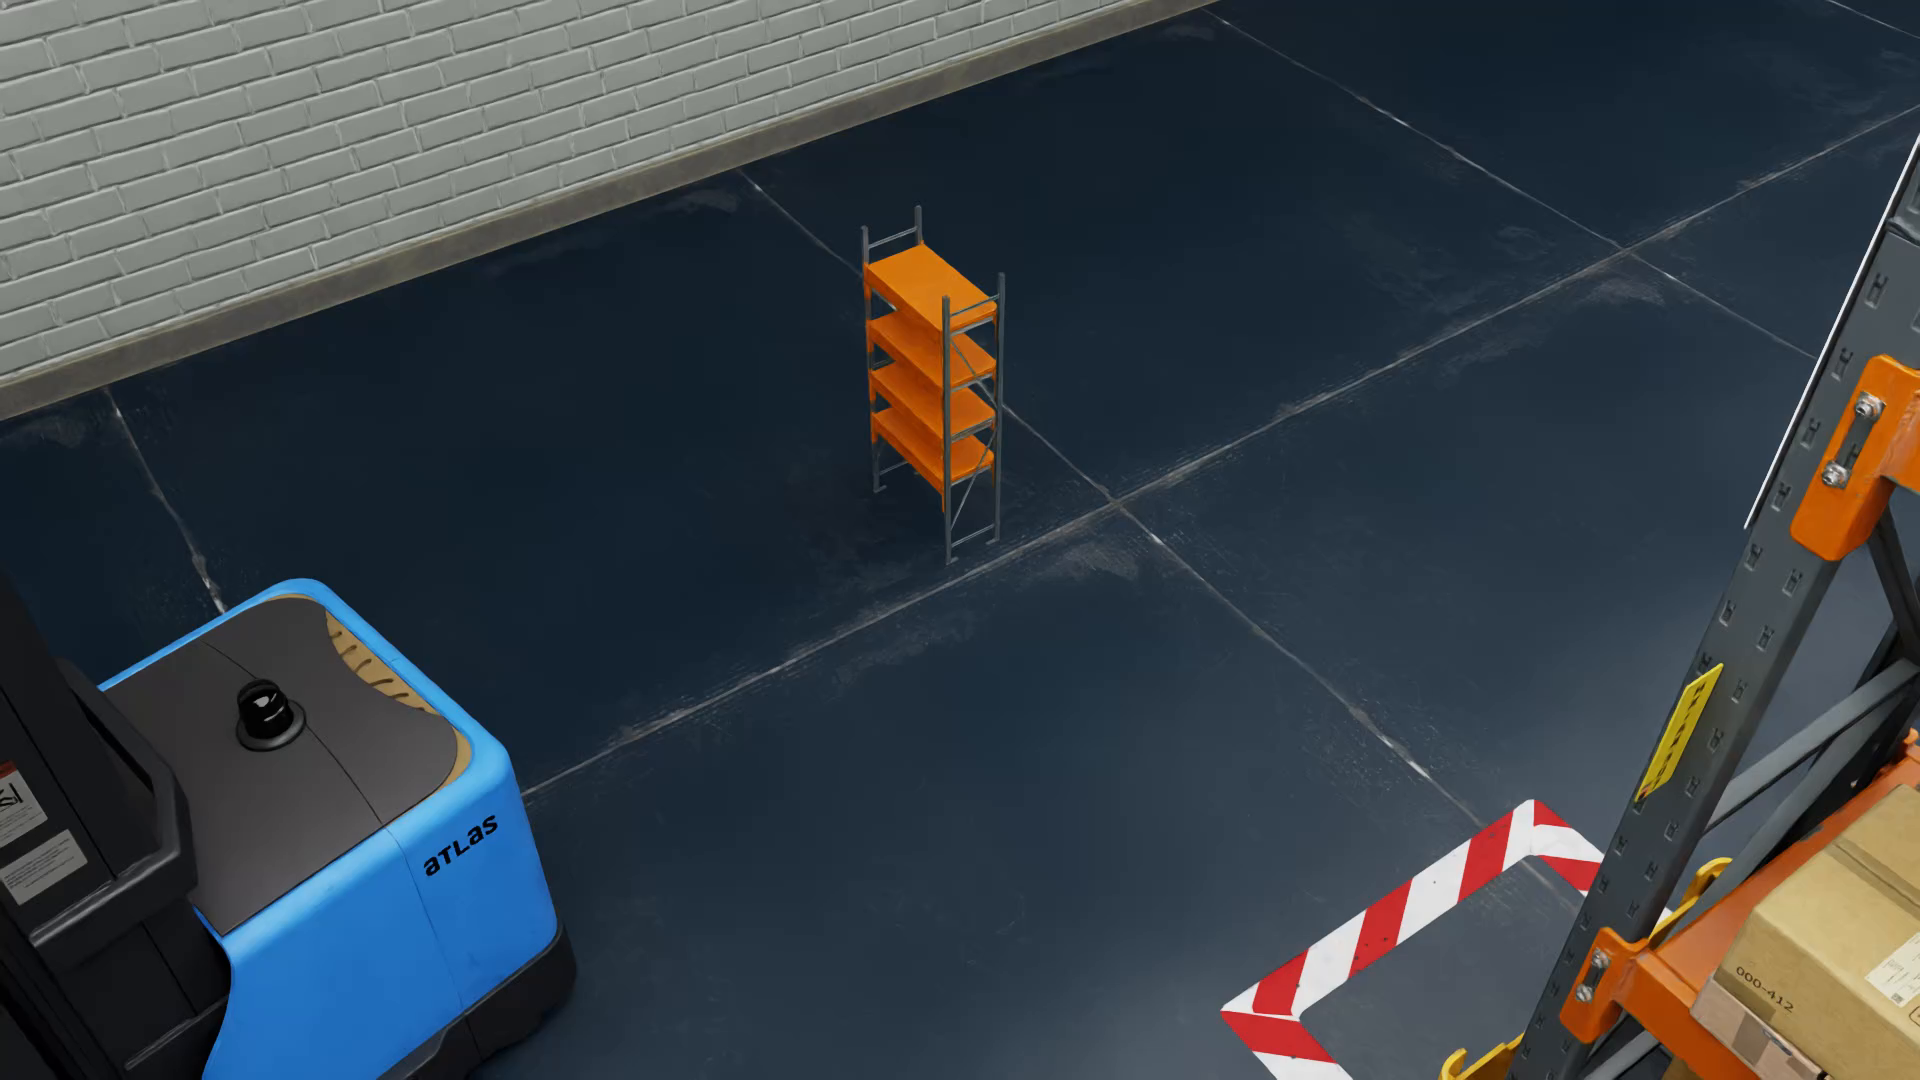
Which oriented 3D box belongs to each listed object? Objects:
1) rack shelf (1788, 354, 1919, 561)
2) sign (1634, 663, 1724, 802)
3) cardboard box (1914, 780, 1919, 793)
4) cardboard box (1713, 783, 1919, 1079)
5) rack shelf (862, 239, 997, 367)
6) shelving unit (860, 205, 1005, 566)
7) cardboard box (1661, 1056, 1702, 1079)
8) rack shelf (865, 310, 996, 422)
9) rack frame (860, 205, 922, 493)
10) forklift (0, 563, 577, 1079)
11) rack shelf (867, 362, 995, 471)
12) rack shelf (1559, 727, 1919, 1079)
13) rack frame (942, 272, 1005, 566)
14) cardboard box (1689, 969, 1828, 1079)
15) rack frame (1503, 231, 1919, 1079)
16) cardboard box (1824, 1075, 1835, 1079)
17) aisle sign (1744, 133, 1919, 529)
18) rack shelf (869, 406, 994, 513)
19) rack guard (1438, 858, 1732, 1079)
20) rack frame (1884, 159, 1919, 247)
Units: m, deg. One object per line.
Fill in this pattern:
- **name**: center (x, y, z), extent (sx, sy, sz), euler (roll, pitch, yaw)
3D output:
- **rack shelf**: center (2.907, 0.788, 1.601), extent (1.077, 0.370, 4.000), euler (-26, 49, -24)
- **sign**: center (1.305, 0.354, 3.022), extent (0.100, 0.325, 0.005), euler (-26, 49, -24)
- **cardboard box**: center (2.258, 0.596, 3.346), extent (0.500, 0.250, 0.500), euler (-26, 50, -25)
- **cardboard box**: center (1.816, 0.805, 3.127), extent (0.500, 0.250, 0.500), euler (-27, 50, -25)
- **rack shelf**: center (-0.095, -0.812, 5.663), extent (0.258, 0.148, 0.480), euler (-26, 49, -24)
- **shelving unit**: center (-0.095, -0.528, 5.934), extent (0.258, 1.200, 0.503), euler (-26, 49, -24)
- **cardboard box**: center (2.195, 1.428, 3.817), extent (0.875, 0.875, 0.875), euler (-26, 49, -24)
- **rack shelf**: center (-0.095, -0.641, 5.826), extent (0.258, 0.148, 0.480), euler (-26, 49, -24)
- **rack frame**: center (-0.234, -0.666, 6.079), extent (0.240, 1.200, 0.015), euler (-26, 49, -24)
- **forklift**: center (-2.489, 0.765, 3.326), extent (1.130, 2.935, 3.031), euler (33, 53, 30)
- **rack shelf**: center (-0.095, -0.479, 5.980), extent (0.258, 0.148, 0.480), euler (-26, 49, -24)
- **rack shelf**: center (2.907, 1.873, 2.637), extent (1.077, 0.370, 4.000), euler (-26, 49, -24)
- **rack frame**: center (0.045, -0.390, 5.789), extent (0.240, 1.200, 0.015), euler (-26, 49, -24)
- **cardboard box**: center (1.696, 0.902, 3.314), extent (0.380, 0.149, 0.250), euler (-25, 49, -24)
- **rack frame**: center (1.763, 0.480, 3.575), extent (1.000, 3.000, 0.127), euler (-26, 49, -24)
- **cardboard box**: center (1.844, 1.047, 3.163), extent (0.380, 0.149, 0.250), euler (-26, 50, -25)
- **aisle sign**: center (1.476, -0.383, 2.596), extent (0.394, 0.787, 0.004), euler (-26, 49, -24)
- **rack shelf**: center (-0.095, -0.335, 6.117), extent (0.258, 0.148, 0.480), euler (-26, 49, -24)
- **rack guard**: center (1.750, 1.371, 4.452), extent (1.175, 0.500, 0.348), euler (-26, 49, -24)
- **rack frame**: center (1.763, -1.690, 1.503), extent (1.000, 3.000, 0.127), euler (-26, 49, -24)
